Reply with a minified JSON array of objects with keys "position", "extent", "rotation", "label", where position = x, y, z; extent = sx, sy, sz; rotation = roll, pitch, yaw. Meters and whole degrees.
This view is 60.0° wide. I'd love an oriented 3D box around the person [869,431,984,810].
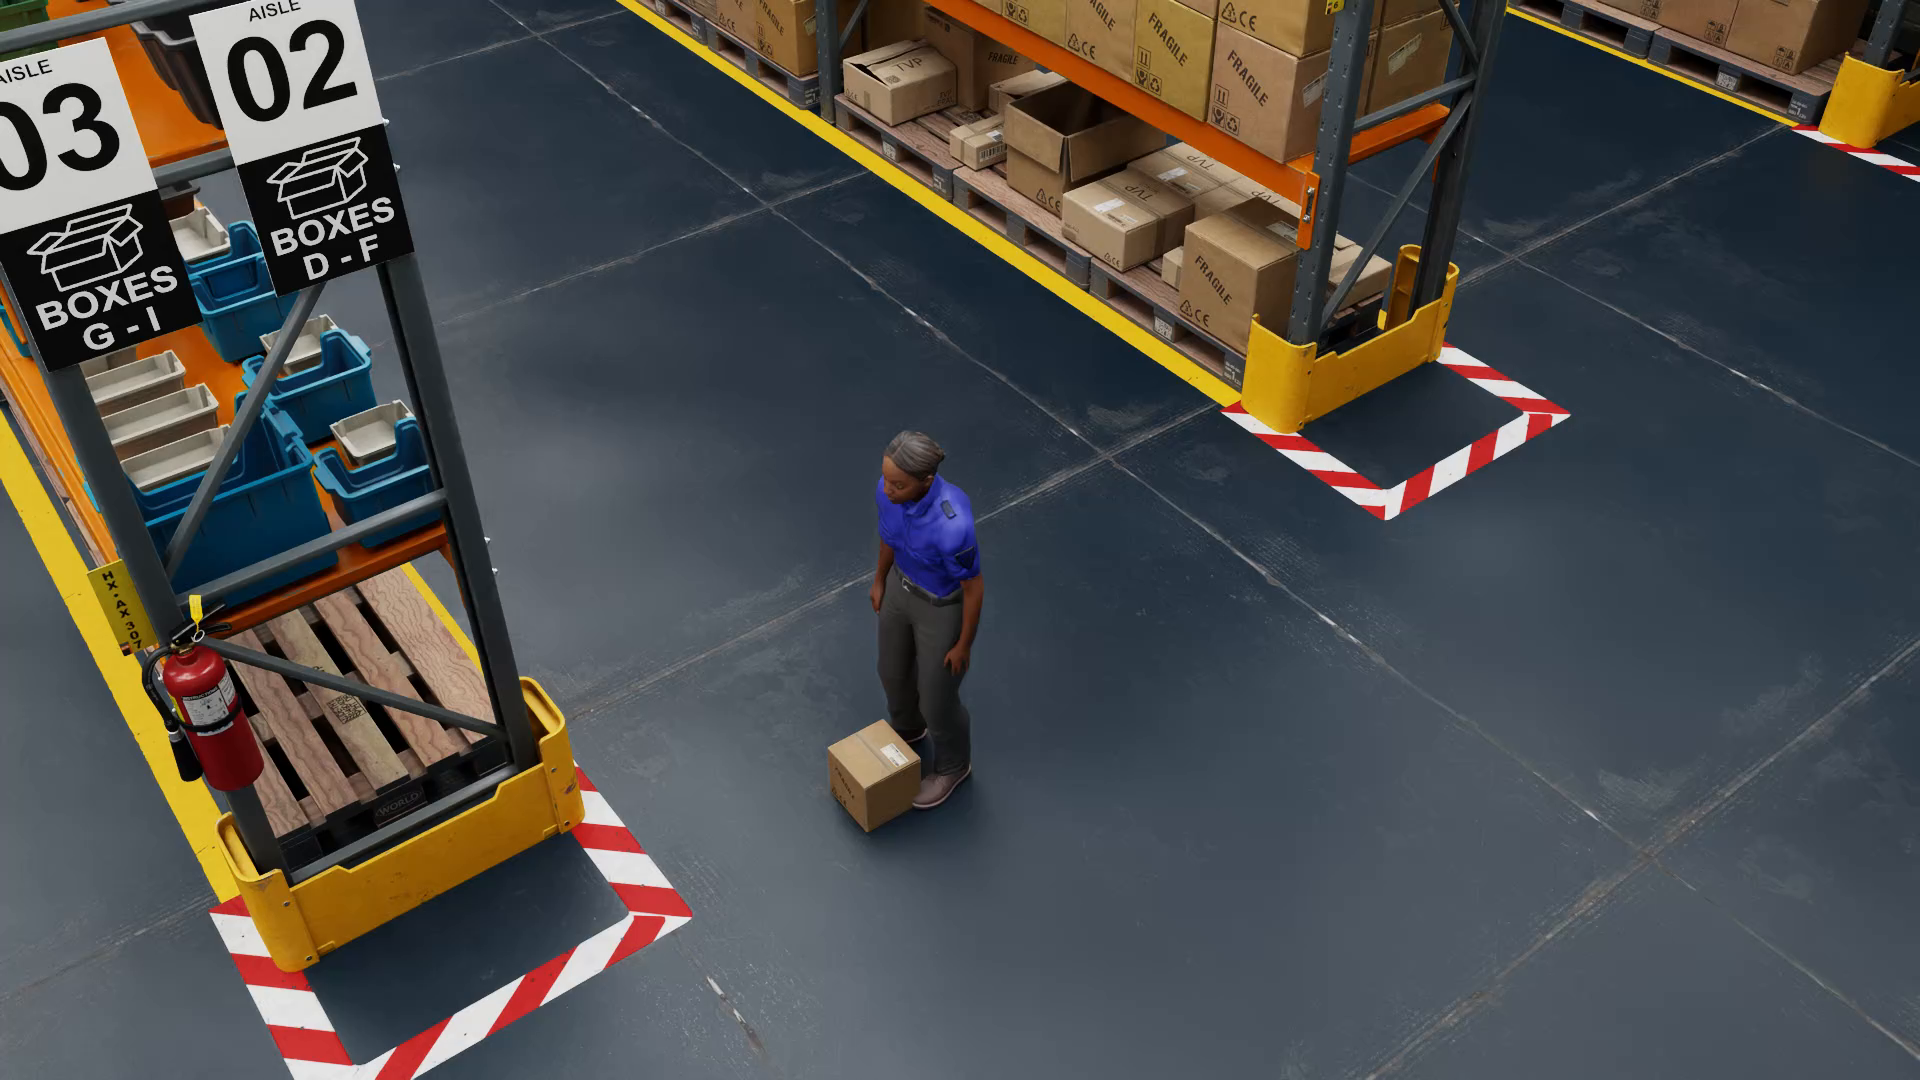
[{"position":[-0.137,0.248,5.871],"extent":[0.351,1.653,0.528],"rotation":[-30,49,-30],"label":"person"}]
